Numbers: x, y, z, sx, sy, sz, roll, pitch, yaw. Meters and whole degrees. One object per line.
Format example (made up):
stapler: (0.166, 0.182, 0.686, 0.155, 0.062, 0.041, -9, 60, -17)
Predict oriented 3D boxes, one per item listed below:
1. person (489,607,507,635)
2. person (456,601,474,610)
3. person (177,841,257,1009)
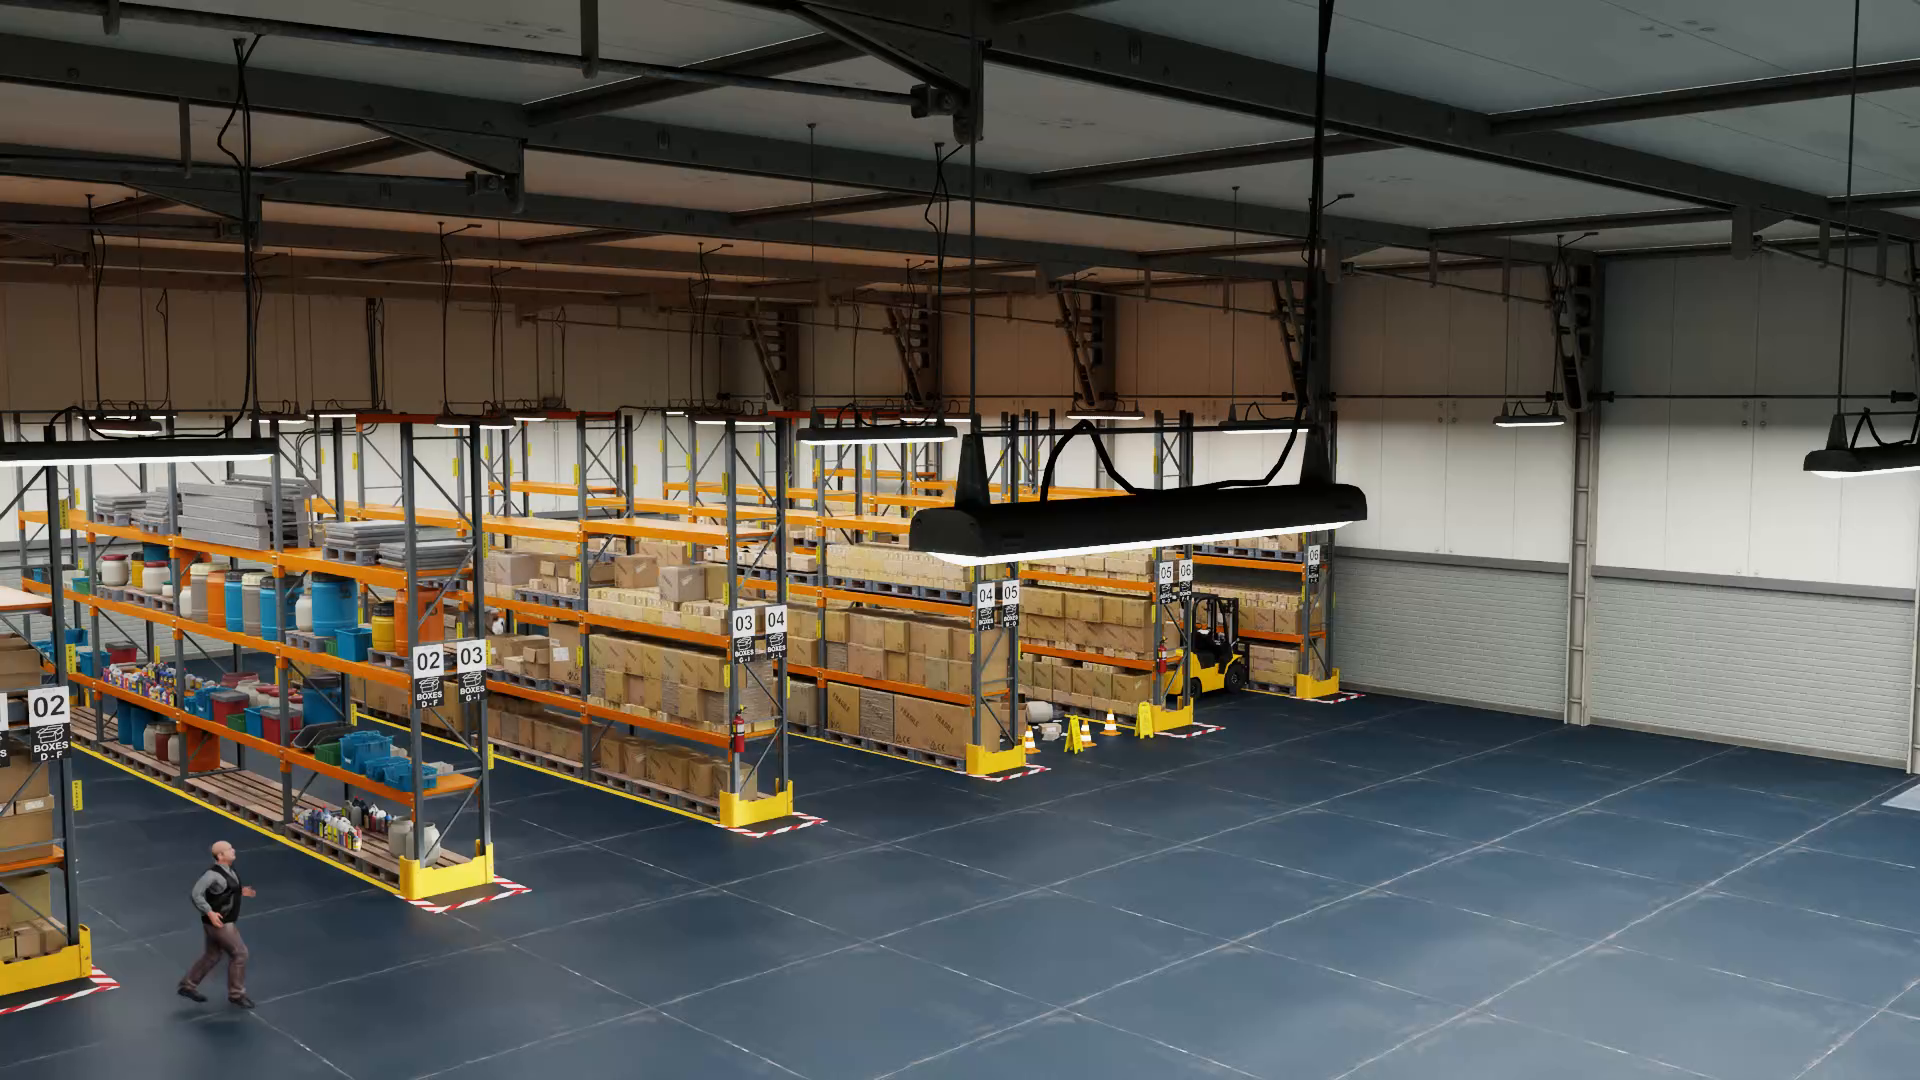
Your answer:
person: (-10.186, 2.317, 36.582, 0.585, 1.719, 0.867, -4, 6, -35)
person: (-11.855, 2.034, 39.746, 0.758, 1.713, 0.620, 4, 7, 41)
person: (-7.696, 3.986, 17.194, 0.787, 1.782, 0.646, -1, 5, -15)
